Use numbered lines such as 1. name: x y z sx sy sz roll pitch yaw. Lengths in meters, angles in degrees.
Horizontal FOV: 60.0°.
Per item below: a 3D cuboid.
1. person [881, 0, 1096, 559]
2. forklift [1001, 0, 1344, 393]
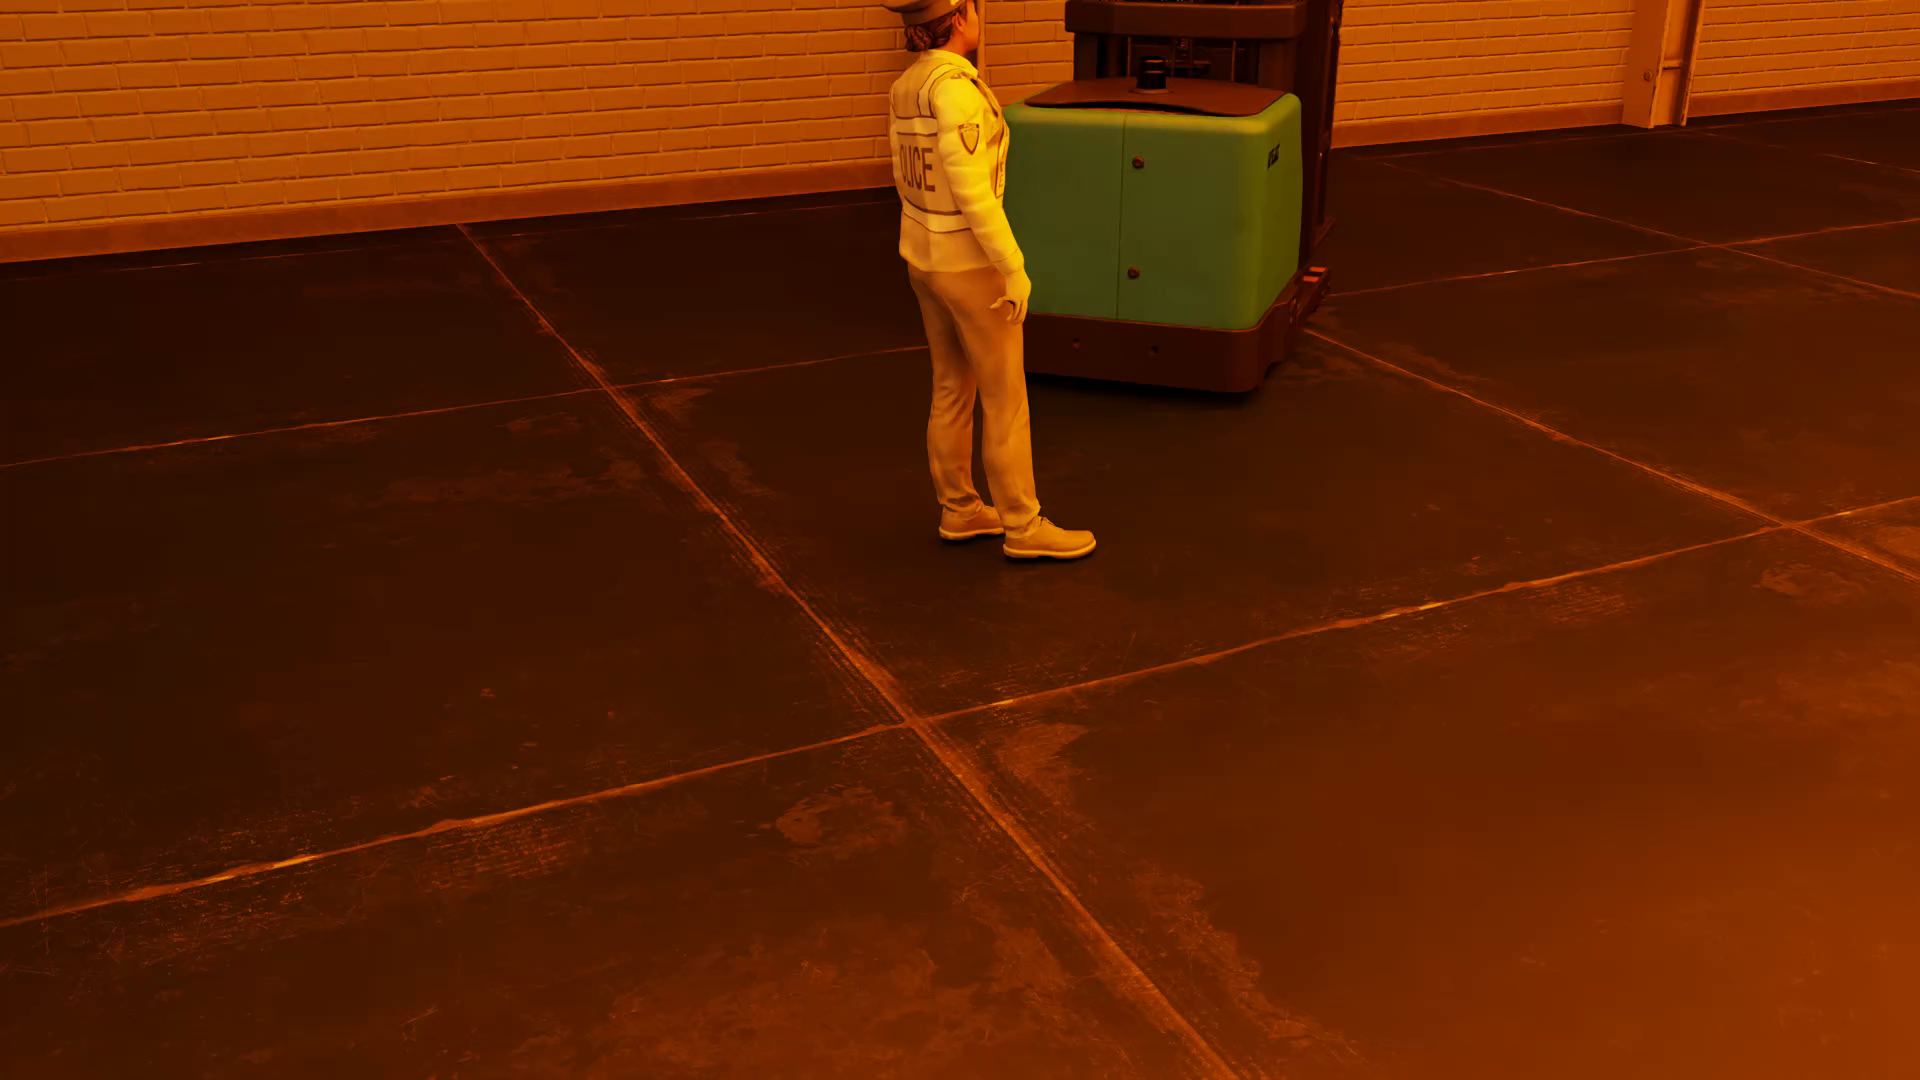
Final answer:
1. person: 0.065 -0.798 4.800 0.532 1.694 0.586 -10 25 -23
2. forklift: 1.105 -2.443 7.166 1.130 2.935 3.031 8 24 18
